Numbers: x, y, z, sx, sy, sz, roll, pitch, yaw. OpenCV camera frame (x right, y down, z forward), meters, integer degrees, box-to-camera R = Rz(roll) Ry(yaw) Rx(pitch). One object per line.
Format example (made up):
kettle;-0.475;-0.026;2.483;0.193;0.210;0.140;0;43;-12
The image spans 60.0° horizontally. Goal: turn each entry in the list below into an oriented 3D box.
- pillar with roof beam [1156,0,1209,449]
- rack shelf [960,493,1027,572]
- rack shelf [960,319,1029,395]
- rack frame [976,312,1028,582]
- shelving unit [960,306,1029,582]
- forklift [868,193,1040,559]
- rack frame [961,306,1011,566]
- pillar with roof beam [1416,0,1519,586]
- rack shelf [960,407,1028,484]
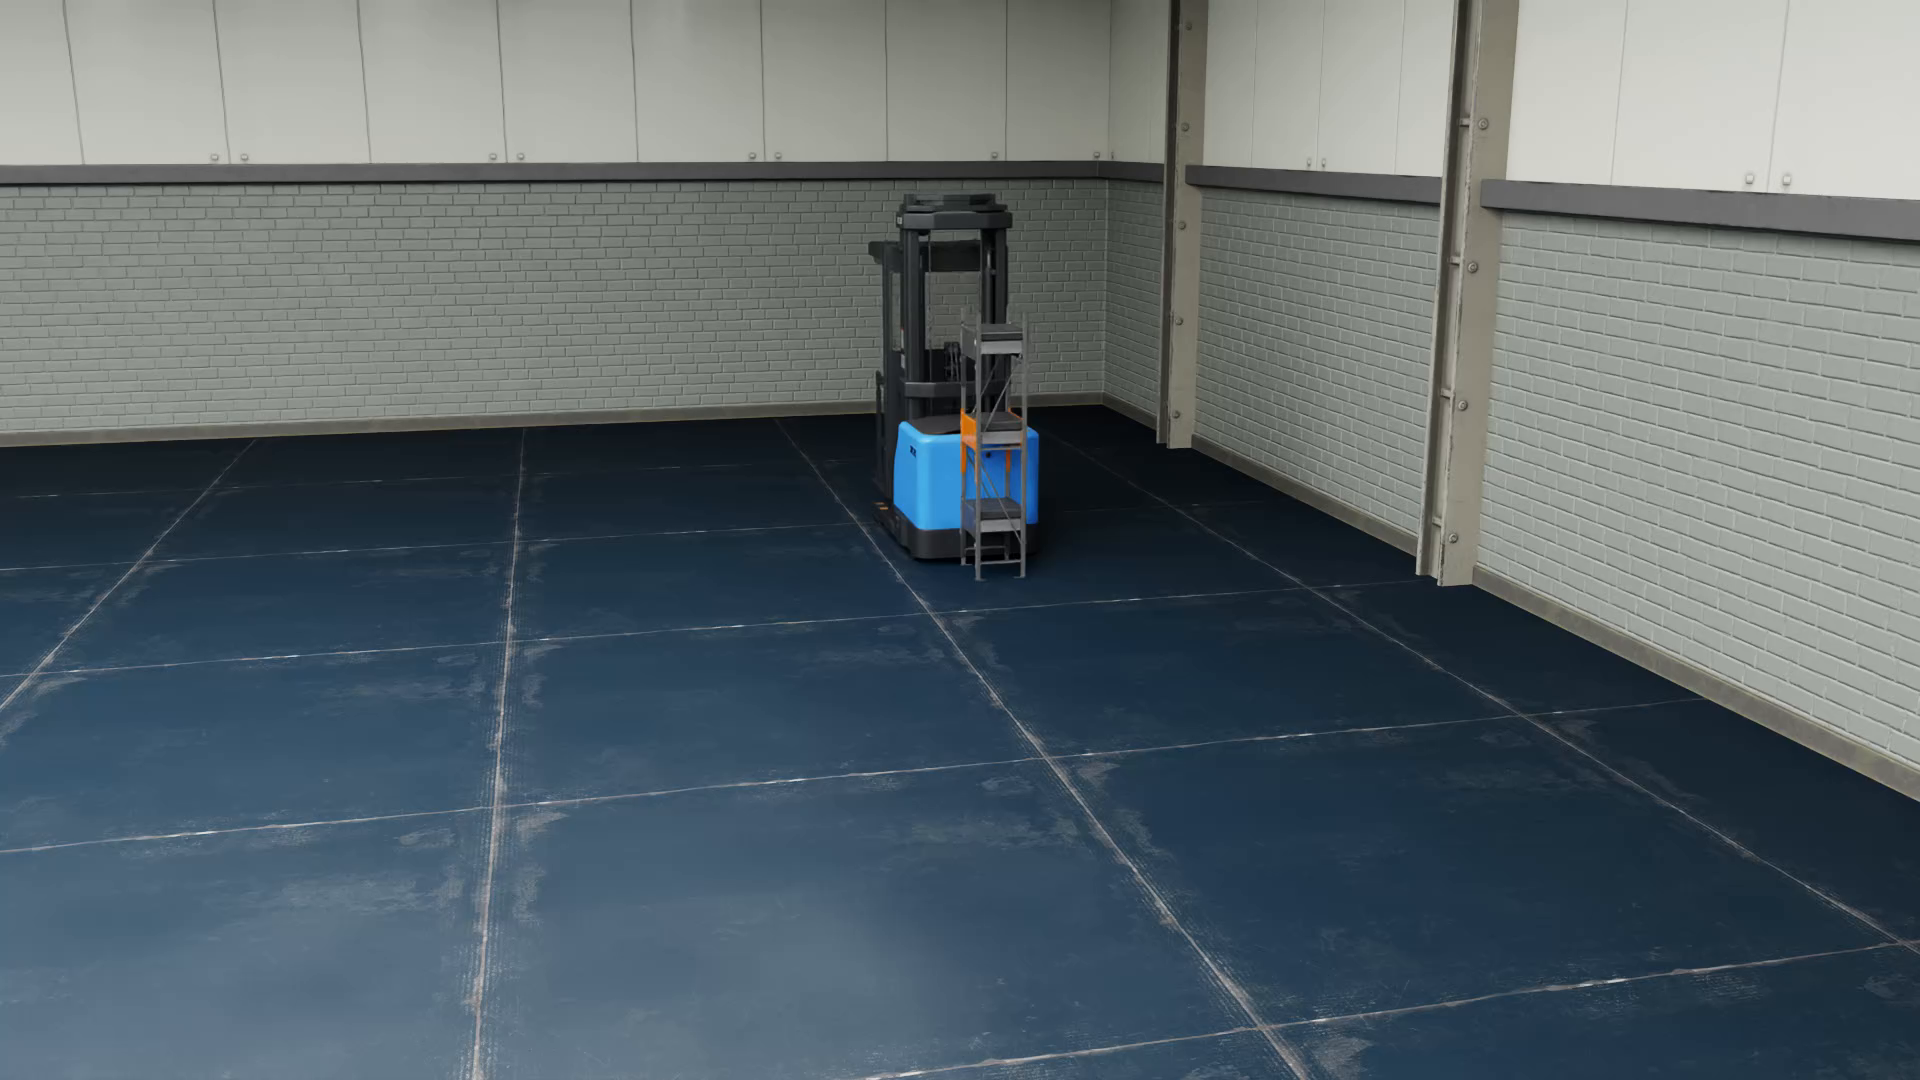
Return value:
pillar with roof beam;-1.749;-5.210;16.790;9.100;9.000;0.400;-3;14;-13
rack shelf;0.264;-0.069;13.292;0.431;0.518;0.480;-3;14;-13
rack shelf;0.264;-1.429;12.959;0.431;0.518;0.480;-3;14;-13
rack frame;0.322;-0.706;12.892;0.400;2.100;0.015;-3;14;-13
shelving unit;0.264;-0.762;13.122;0.431;2.100;0.503;-3;14;-13
forklift;-0.184;-1.573;14.691;1.130;2.935;3.031;-3;14;-13
rack frame;0.207;-0.818;13.352;0.400;2.100;0.015;-3;14;-13
pillar with roof beam;-0.340;-3.825;11.124;9.100;9.000;0.400;-3;14;-13
rack shelf;0.264;-0.749;13.125;0.431;0.518;0.480;-3;14;-13
